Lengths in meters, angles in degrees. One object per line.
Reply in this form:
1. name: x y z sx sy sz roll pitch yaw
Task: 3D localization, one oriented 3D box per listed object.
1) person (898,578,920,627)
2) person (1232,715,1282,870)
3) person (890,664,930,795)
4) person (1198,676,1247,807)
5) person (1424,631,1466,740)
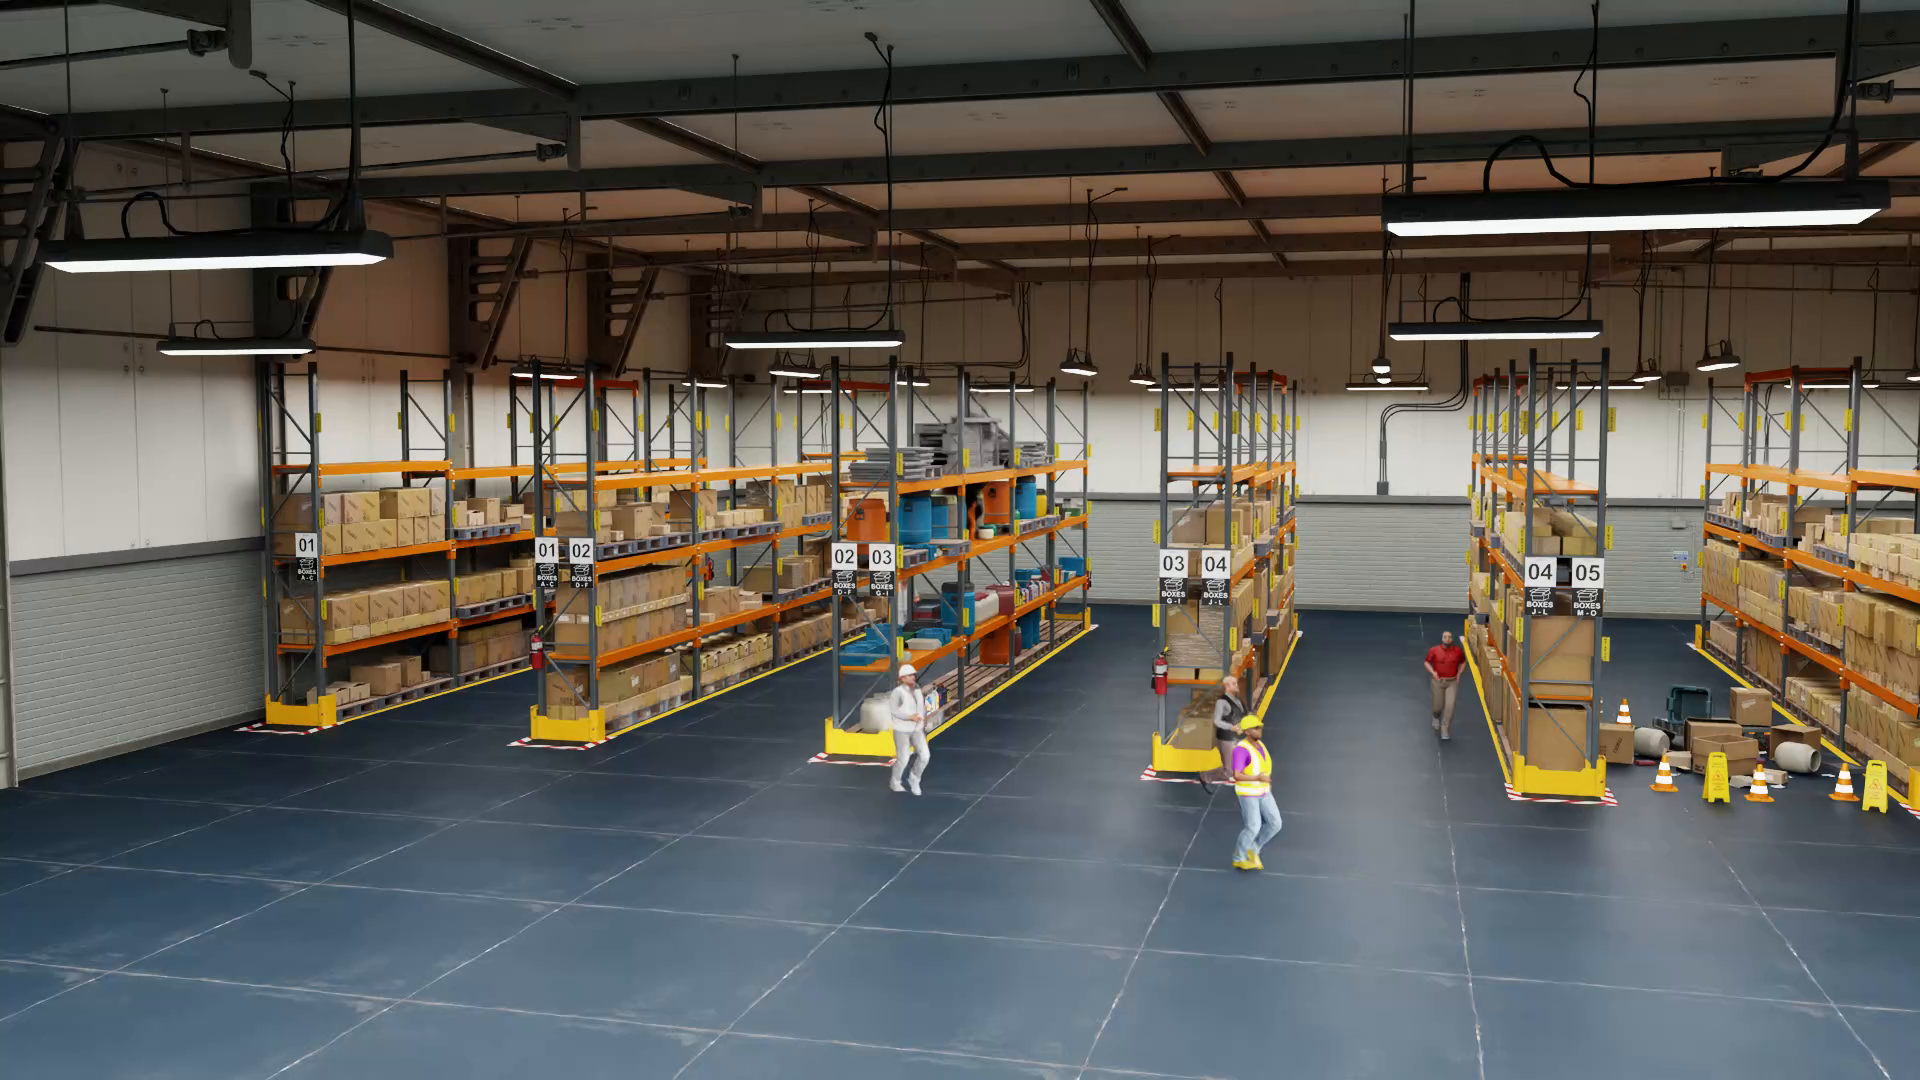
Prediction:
1. person: -1.210 1.571 36.290 0.669 1.761 0.876 0 4 7
2. person: 3.315 2.827 18.496 0.626 1.750 0.680 4 6 45
3. person: -0.663 2.566 22.322 0.675 1.806 0.704 -3 5 -39
4. person: 3.528 2.625 21.703 0.893 1.708 0.664 4 6 44
5. person: 7.736 2.287 26.502 0.660 1.699 0.772 1 4 8
